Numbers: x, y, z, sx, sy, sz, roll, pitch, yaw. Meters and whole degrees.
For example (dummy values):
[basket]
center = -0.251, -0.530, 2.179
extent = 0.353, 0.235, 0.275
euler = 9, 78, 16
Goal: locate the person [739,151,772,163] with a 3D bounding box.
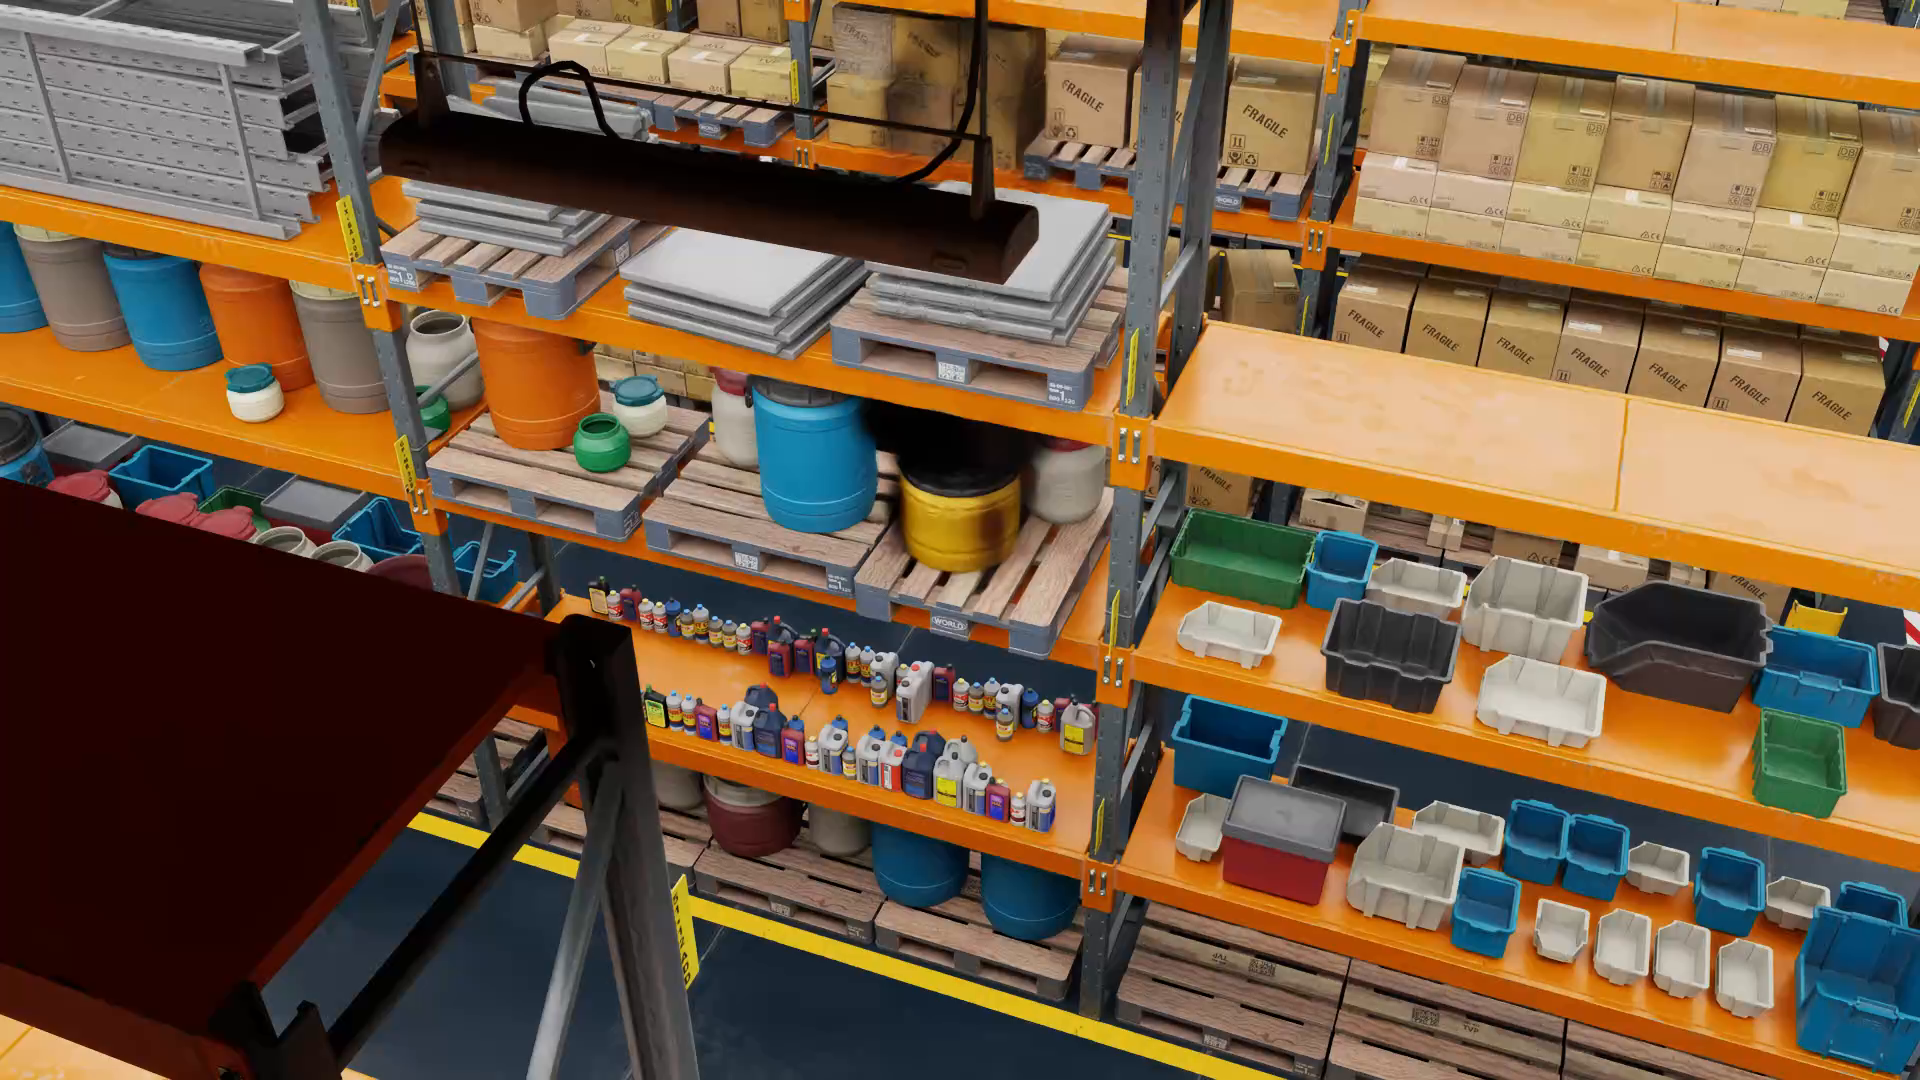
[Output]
[person]
center = -1.878, -3.058, 16.045
extent = 0.797, 1.847, 0.646
euler = 6, 37, 9
